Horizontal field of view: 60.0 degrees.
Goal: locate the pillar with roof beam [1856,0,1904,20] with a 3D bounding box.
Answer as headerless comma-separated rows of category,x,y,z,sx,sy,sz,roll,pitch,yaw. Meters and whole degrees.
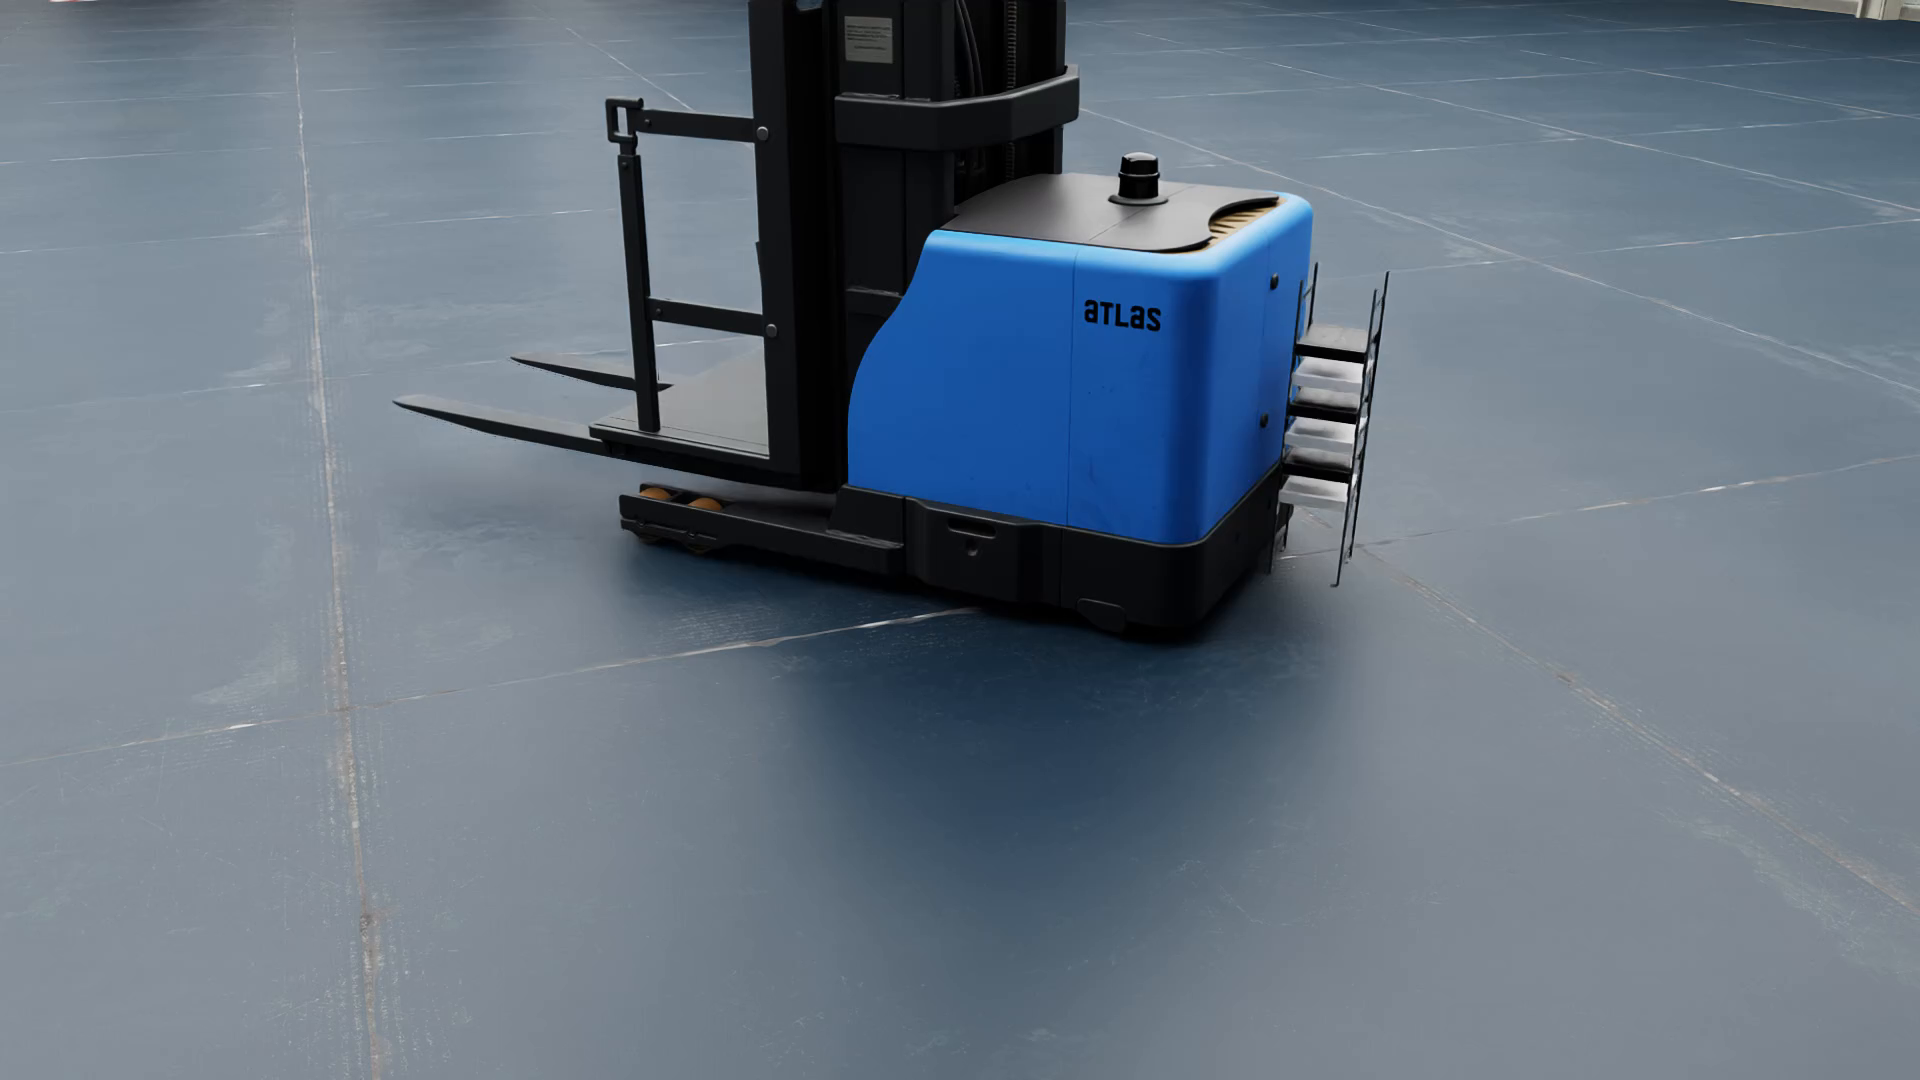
pillar with roof beam,7.308,-9.999,17.388,9.100,9.000,0.400,-8,24,-19

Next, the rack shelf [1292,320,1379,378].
rack shelf,1.083,-0.551,4.782,0.200,0.077,0.258,10,25,19

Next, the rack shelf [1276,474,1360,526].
rack shelf,1.072,-0.138,4.961,0.200,0.077,0.258,10,25,19

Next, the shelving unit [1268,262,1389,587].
shelving unit,1.077,-0.334,4.876,0.210,0.900,0.258,10,25,19

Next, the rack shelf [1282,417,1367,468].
rack shelf,1.076,-0.303,4.890,0.200,0.077,0.258,10,25,19

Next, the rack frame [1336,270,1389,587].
rack frame,1.172,-0.317,4.843,0.006,0.900,0.240,10,25,19

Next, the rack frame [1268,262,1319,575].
rack frame,0.983,-0.351,4.910,0.006,0.900,0.240,10,25,19

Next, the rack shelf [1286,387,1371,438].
rack shelf,1.079,-0.386,4.854,0.200,0.077,0.258,10,25,19

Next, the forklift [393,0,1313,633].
forklift,-0.494,-1.481,4.989,3.031,2.935,1.130,11,25,25

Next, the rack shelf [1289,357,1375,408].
rack shelf,1.081,-0.469,4.818,0.200,0.077,0.258,10,25,19

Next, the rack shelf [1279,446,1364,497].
rack shelf,1.074,-0.221,4.926,0.200,0.077,0.258,10,25,19
